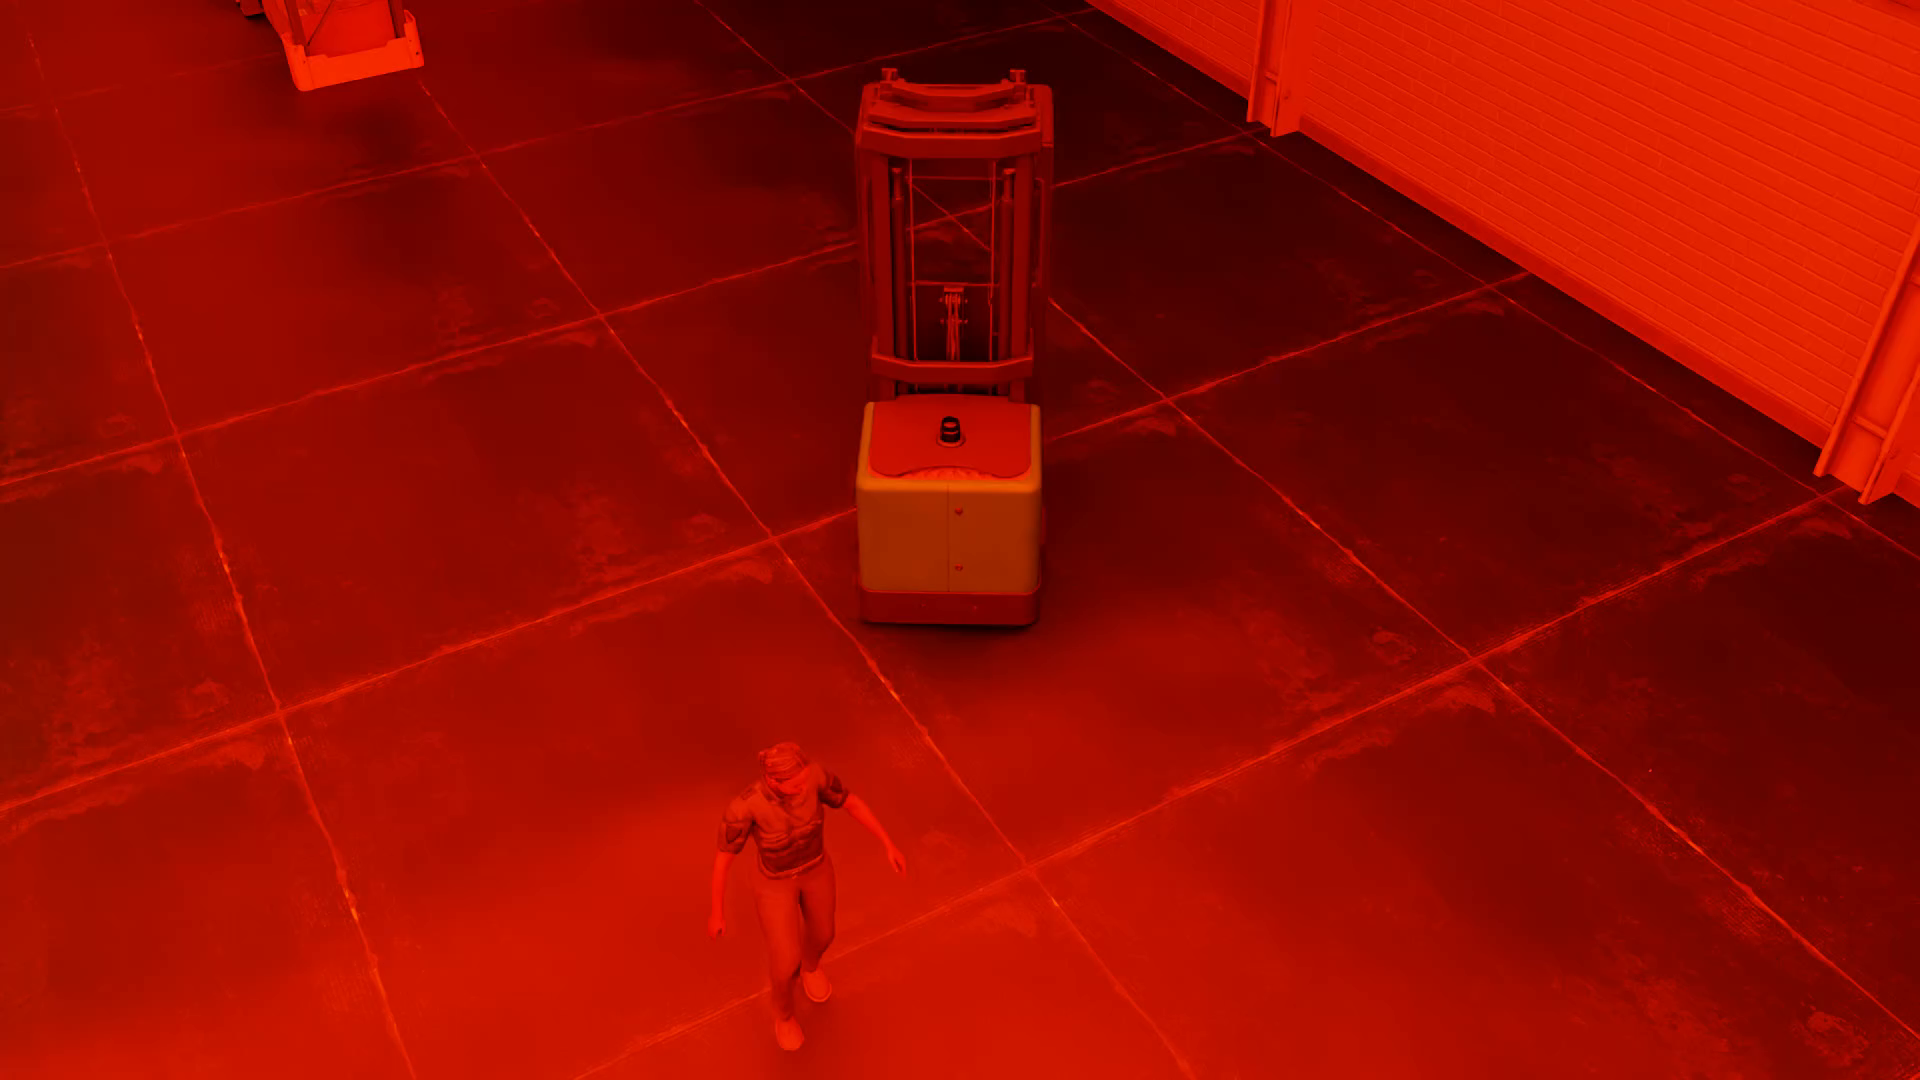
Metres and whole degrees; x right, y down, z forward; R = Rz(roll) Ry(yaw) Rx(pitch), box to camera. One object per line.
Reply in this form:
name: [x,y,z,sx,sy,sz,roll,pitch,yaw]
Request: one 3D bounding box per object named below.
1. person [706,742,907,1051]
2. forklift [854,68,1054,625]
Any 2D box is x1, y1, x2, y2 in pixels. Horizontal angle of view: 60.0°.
person: [-0.701,1.532,7.252,0.872,1.686,0.479,-19,43,-21]
forklift: [-0.025,-1.551,9.906,1.130,2.935,3.031,1,40,1]
